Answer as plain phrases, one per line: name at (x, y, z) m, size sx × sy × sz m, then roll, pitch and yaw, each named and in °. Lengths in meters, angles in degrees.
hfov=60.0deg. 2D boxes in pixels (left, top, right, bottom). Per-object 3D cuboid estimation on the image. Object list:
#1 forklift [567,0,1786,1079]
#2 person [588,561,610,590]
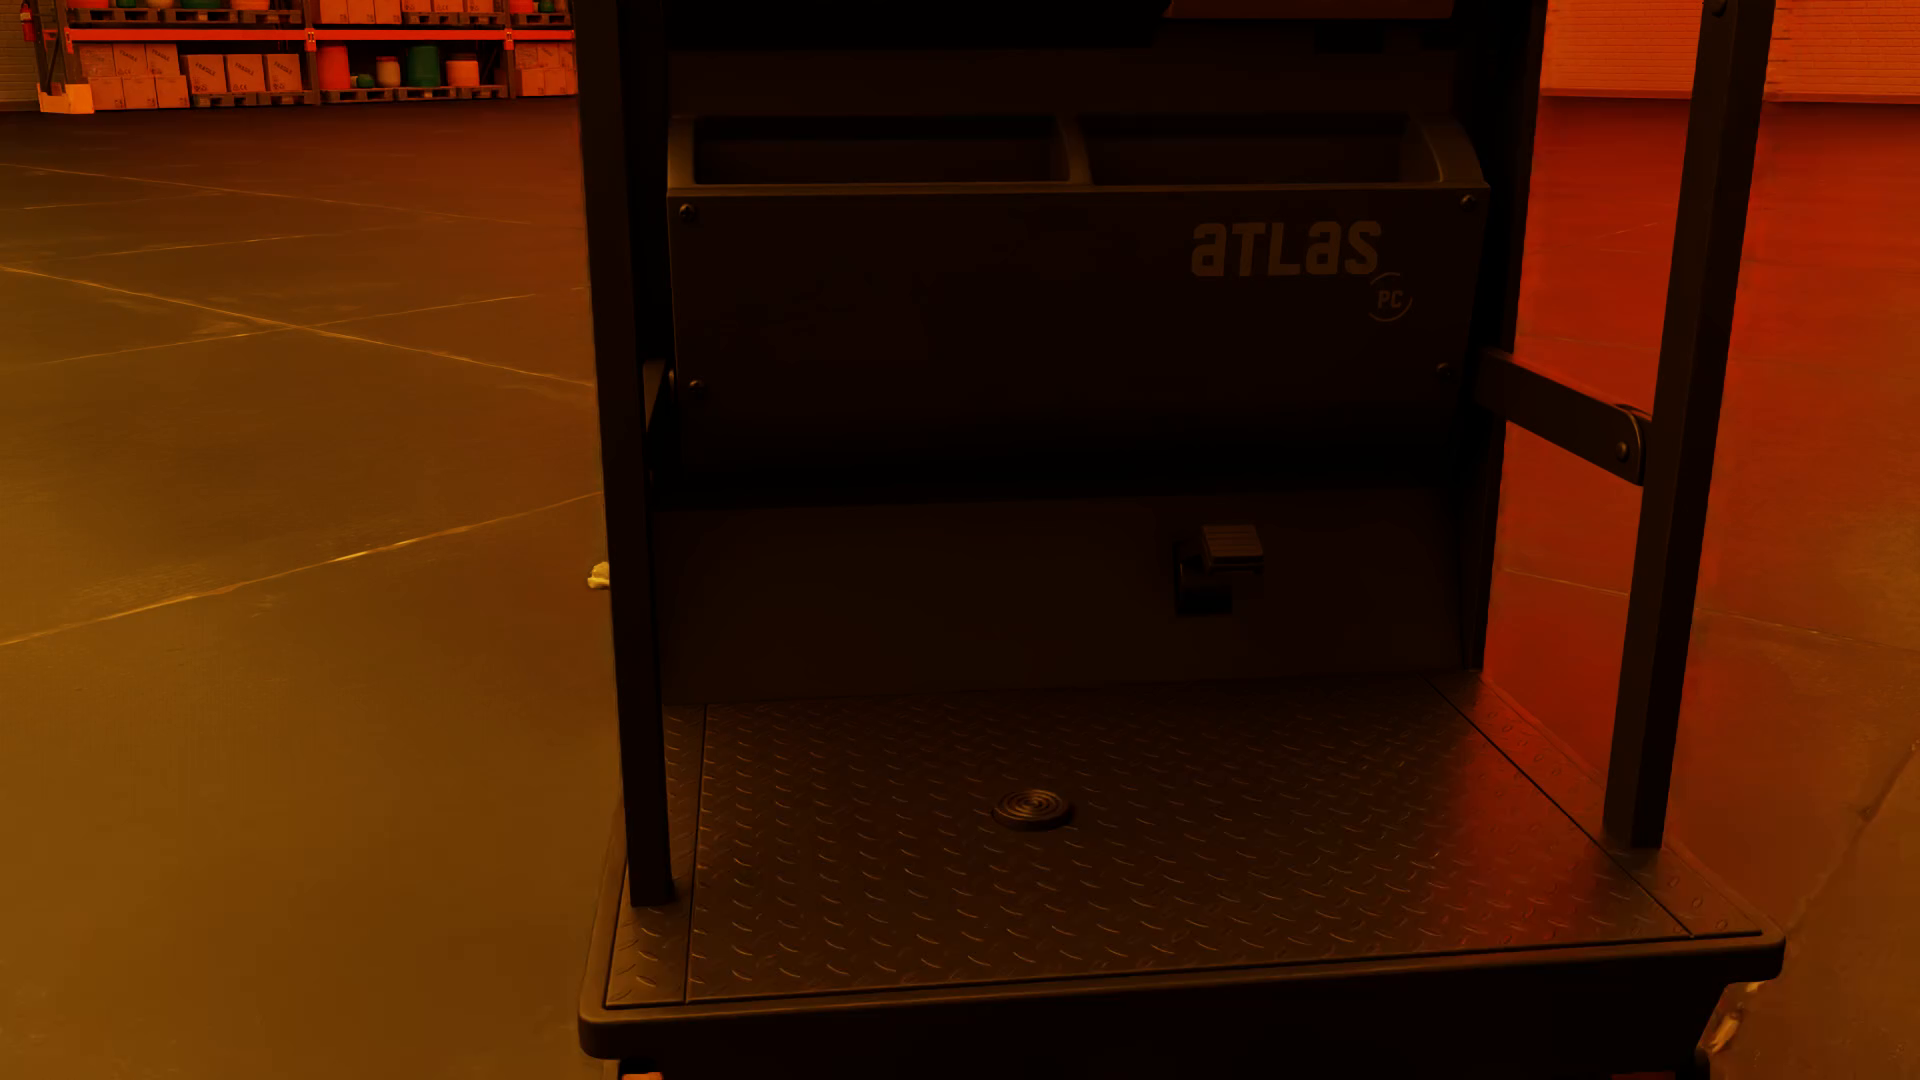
forklift at (0.163, -0.813, 1.576) m, size 1.130 × 2.935 × 3.031 m, roll -2°, pitch 17°, yaw -6°
person at (-0.271, -0.665, 3.356) m, size 0.782 × 1.638 × 0.868 m, roll 15°, pitch 22°, yaw 40°
